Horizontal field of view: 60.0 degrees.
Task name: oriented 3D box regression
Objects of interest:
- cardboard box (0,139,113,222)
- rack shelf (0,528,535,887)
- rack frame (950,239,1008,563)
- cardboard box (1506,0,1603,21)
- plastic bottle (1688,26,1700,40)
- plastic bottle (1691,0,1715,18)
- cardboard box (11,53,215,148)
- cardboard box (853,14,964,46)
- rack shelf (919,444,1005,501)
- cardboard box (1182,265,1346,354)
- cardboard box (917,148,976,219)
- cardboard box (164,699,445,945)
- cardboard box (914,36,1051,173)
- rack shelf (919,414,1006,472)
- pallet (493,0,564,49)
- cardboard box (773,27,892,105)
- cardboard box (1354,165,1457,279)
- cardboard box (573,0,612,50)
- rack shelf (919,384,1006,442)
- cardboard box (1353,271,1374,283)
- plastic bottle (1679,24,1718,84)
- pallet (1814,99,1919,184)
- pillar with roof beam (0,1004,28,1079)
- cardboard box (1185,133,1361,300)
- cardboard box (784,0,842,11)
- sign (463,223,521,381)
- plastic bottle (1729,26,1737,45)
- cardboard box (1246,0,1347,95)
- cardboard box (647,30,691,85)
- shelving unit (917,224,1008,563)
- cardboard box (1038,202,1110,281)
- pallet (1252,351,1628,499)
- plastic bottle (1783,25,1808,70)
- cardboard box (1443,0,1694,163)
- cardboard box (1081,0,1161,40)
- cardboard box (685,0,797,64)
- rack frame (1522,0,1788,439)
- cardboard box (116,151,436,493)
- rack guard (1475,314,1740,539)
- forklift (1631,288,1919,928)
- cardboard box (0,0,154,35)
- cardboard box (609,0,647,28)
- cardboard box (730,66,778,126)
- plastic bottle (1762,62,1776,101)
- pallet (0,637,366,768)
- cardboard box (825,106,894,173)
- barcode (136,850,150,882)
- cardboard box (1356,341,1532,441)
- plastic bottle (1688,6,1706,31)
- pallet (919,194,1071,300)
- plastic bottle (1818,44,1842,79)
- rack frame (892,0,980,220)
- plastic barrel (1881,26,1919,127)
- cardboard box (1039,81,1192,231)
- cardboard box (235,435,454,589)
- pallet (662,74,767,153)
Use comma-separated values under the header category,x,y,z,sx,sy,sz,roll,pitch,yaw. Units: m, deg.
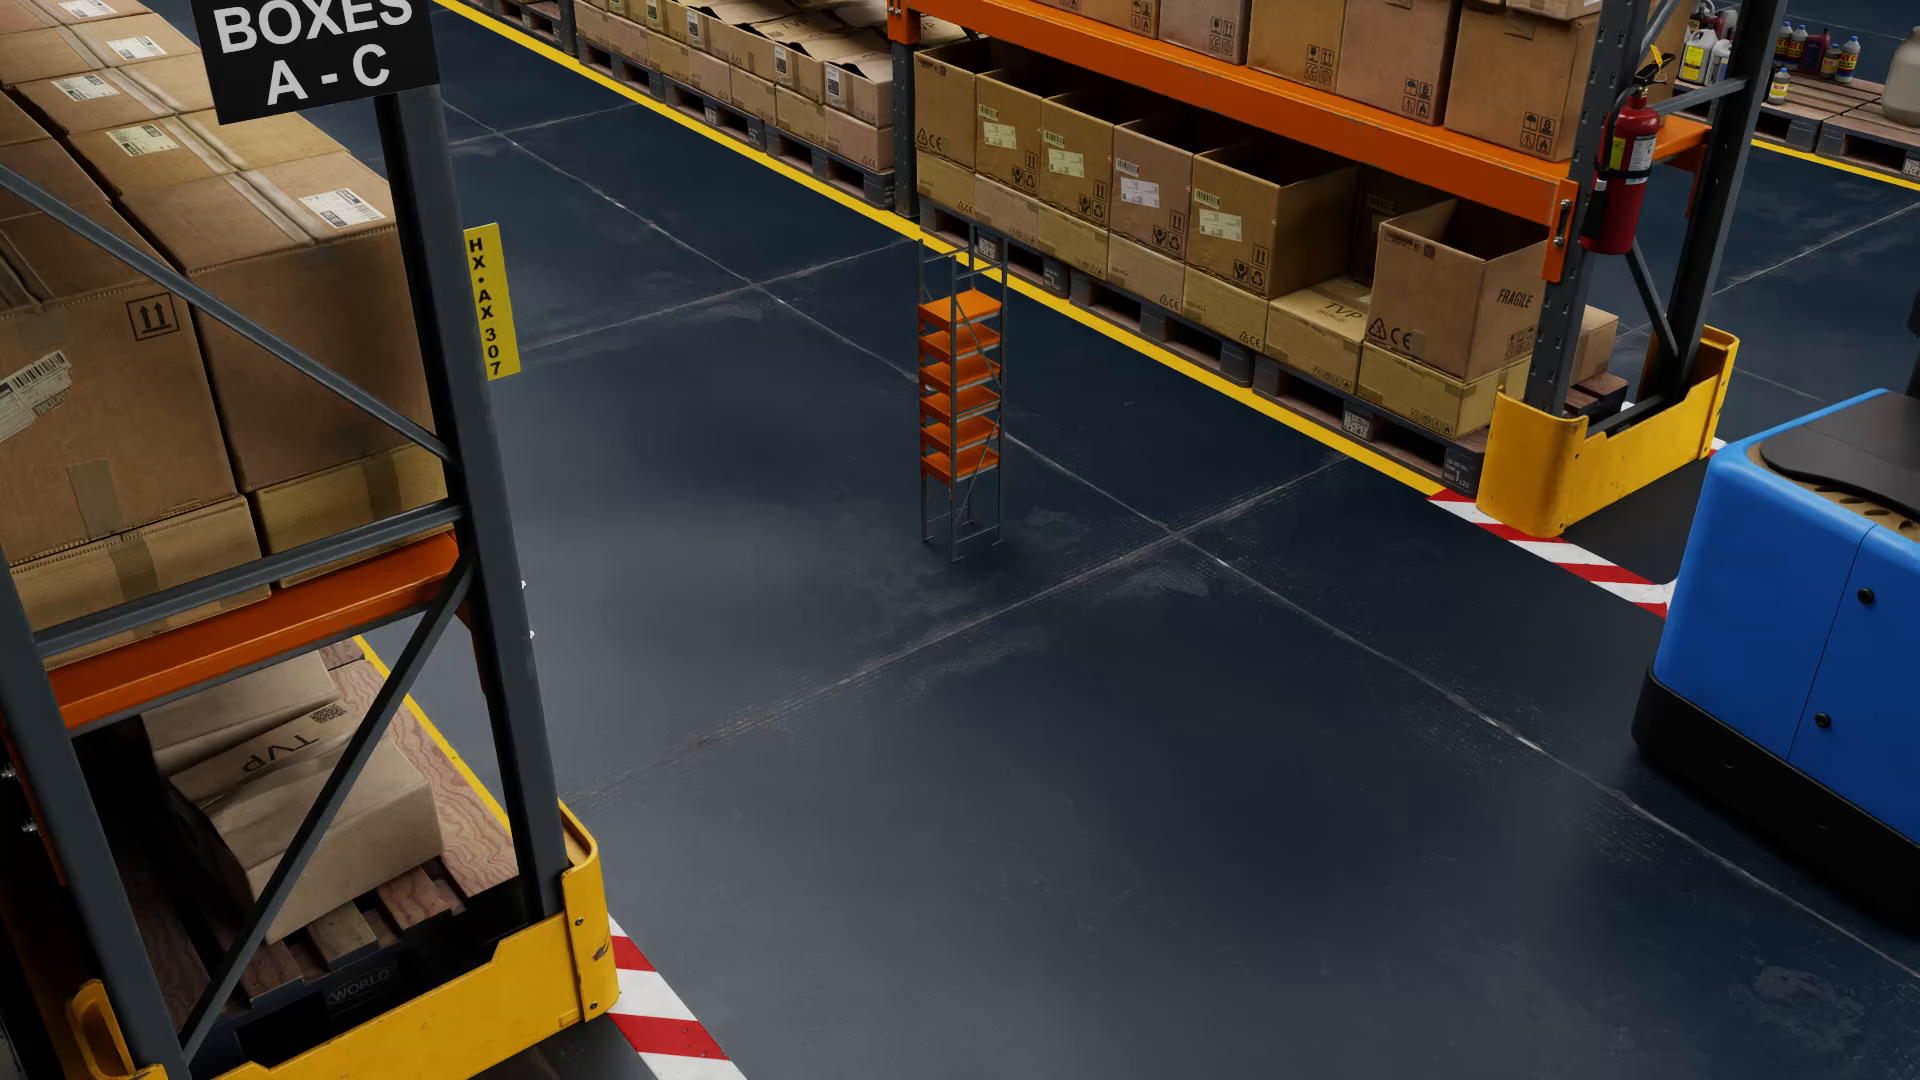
category,x,y,z,sx,sy,sz,roll,pitch,yaw
cardboard box,-2.140,-0.534,3.679,0.500,0.500,0.500,-22,38,-31
rack shelf,-2.609,-0.458,4.826,1.077,0.370,4.000,-22,38,-31
rack frame,0.065,-0.466,5.862,0.240,1.200,0.006,-22,38,-31
cardboard box,2.143,-1.950,5.837,0.380,0.149,0.250,-23,39,-32
plastic bottle,4.636,-3.164,10.666,0.152,0.276,0.135,-22,38,-31
plastic bottle,4.929,-3.474,11.095,0.144,0.351,0.185,-23,38,-32
cardboard box,-2.045,-0.916,4.295,0.500,0.500,0.500,-24,39,-33
cardboard box,-0.284,-2.913,9.774,0.500,0.311,0.500,-23,38,-32
rack shelf,0.009,-0.262,6.074,0.258,0.103,0.180,-22,38,-31
cardboard box,1.342,-1.085,7.362,0.500,0.250,0.500,-22,38,-31
cardboard box,0.120,-1.920,8.707,0.500,0.250,0.500,-22,38,-31
cardboard box,-1.736,0.708,4.399,0.500,0.311,0.500,-27,41,-36
cardboard box,0.112,-2.236,8.504,0.500,0.500,0.500,-22,38,-31
rack shelf,0.009,-0.364,6.010,0.258,0.103,0.180,-22,38,-31
pallet,-2.806,-4.007,12.502,1.003,0.211,1.213,-22,38,-31
cardboard box,-0.724,-2.741,9.496,0.500,0.311,0.500,-21,38,-30
cardboard box,2.067,-1.366,7.104,0.500,0.500,0.500,-22,38,-31
cardboard box,-2.288,-3.566,11.356,0.500,0.250,0.500,-22,38,-32
rack shelf,0.009,-0.466,5.947,0.258,0.103,0.180,-22,38,-31
cardboard box,2.065,-1.047,7.301,0.500,0.250,0.500,-22,38,-31
plastic bottle,4.648,-3.060,10.428,0.144,0.351,0.185,-21,37,-29
pallet,5.865,-2.308,9.765,1.003,0.211,1.213,-22,38,-31
pillar with roof beam,0.905,-3.883,3.973,9.100,9.000,0.400,-22,38,-31
cardboard box,1.339,-1.403,7.162,0.500,0.500,0.500,-22,38,-31
cardboard box,-0.925,-3.343,10.466,0.500,0.311,0.500,-21,38,-30
sign,-0.954,-0.473,3.349,0.100,0.325,0.005,-22,38,-31
plastic bottle,5.119,-3.301,10.958,0.097,0.201,0.097,0,32,0
cardboard box,1.626,-2.202,6.857,0.700,0.500,0.500,-22,38,-31
cardboard box,-1.656,-3.142,10.673,0.500,0.250,0.500,-23,39,-33
shelving unit,0.009,-0.504,5.924,0.258,1.200,0.189,-22,38,-31
cardboard box,0.725,-1.500,8.031,0.500,0.250,0.500,-22,38,-31
pallet,2.026,-0.655,7.104,1.003,0.211,1.213,-22,38,-31
plastic bottle,5.367,-3.163,10.668,0.097,0.271,0.097,0,32,0
cardboard box,2.252,-1.776,6.171,0.700,0.500,0.500,-22,38,-31
cardboard box,0.985,-2.633,7.551,0.700,0.500,0.500,-22,38,-31
cardboard box,-1.333,-3.160,10.172,0.500,0.311,0.500,-23,38,-32
rack frame,2.528,-1.534,5.877,1.000,3.000,0.127,-22,38,-31
cardboard box,-1.438,-0.490,3.608,0.500,0.500,0.500,-22,38,-31
rack guard,2.543,-0.462,6.521,1.175,0.500,0.348,-22,38,-31
forklift,3.604,-0.767,4.706,3.031,2.935,1.130,-18,36,-26
cardboard box,-2.690,-1.344,4.983,0.500,0.500,0.500,-23,39,-33
cardboard box,-1.960,-3.588,10.860,0.500,0.311,0.500,-23,39,-33
cardboard box,-1.031,-2.715,9.987,0.500,0.250,0.500,-21,38,-30
plastic bottle,4.885,-2.835,10.129,0.061,0.283,0.133,-21,38,-30
pallet,-2.643,0.365,5.463,1.003,0.211,1.213,-22,38,-31
cardboard box,-0.408,-2.291,9.303,0.500,0.250,0.500,-23,38,-32
barcode,-2.063,0.826,4.200,0.001,0.075,0.075,-22,38,-31
cardboard box,1.966,-0.673,6.698,0.500,0.250,0.500,-22,38,-31
plastic bottle,4.863,-3.402,11.042,0.061,0.283,0.133,-22,38,-31
pallet,0.530,-1.672,8.742,1.003,0.211,1.213,-22,38,-31
plastic bottle,5.514,-3.033,10.526,0.097,0.201,0.097,0,32,0
rack frame,0.075,-3.201,8.562,1.000,3.000,0.127,-22,38,-31
plastic barrel,5.672,-2.715,9.739,0.421,0.512,0.421,0,32,0
cardboard box,0.726,-1.819,7.833,0.500,0.500,0.500,-22,38,-31
cardboard box,-1.431,-0.181,3.822,0.500,0.250,0.500,-24,39,-33
pallet,-1.160,-2.820,10.591,1.003,0.211,1.213,-22,38,-31
